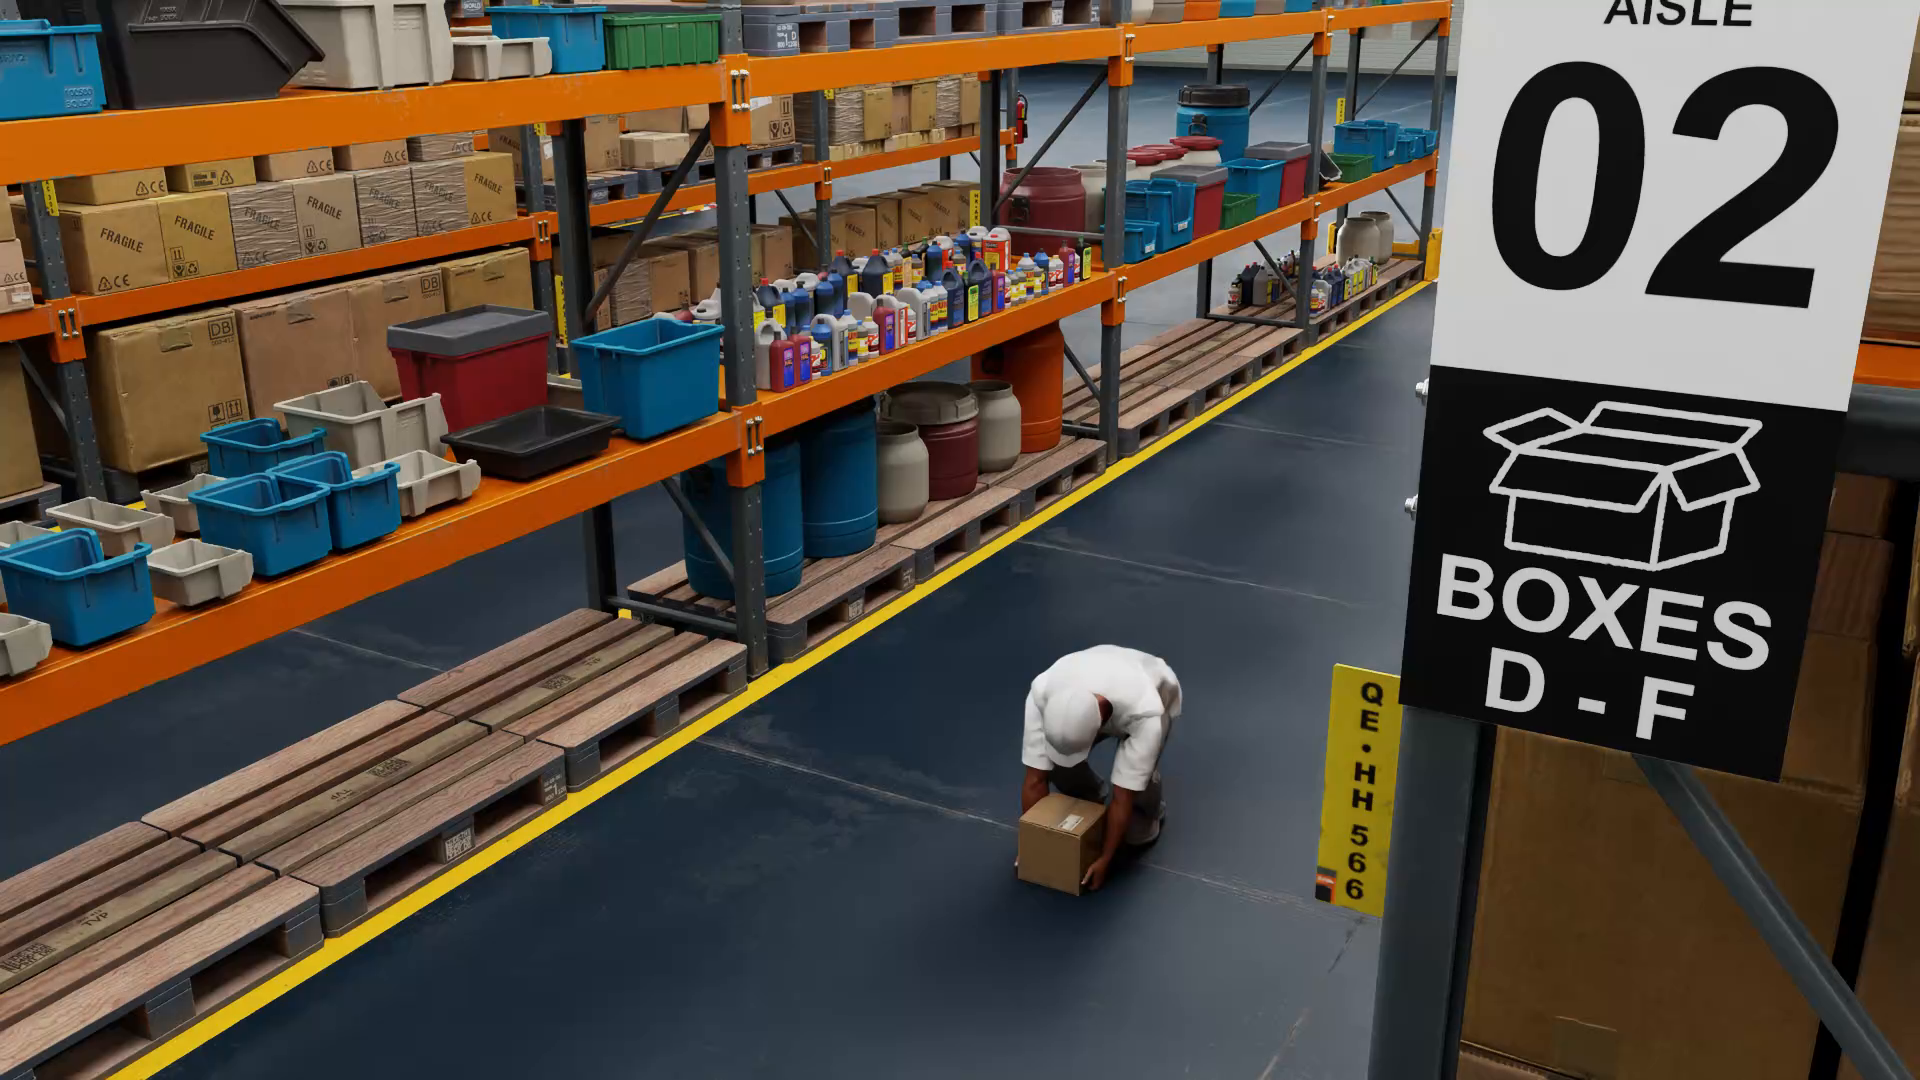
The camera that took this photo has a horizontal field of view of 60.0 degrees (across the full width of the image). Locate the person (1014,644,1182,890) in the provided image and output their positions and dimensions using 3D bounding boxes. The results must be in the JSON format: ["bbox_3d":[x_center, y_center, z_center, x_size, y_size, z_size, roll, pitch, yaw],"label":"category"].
[{"bbox_3d":[0.543,0.803,6.263,0.530,0.834,0.951,10,22,26],"label":"person"}]
